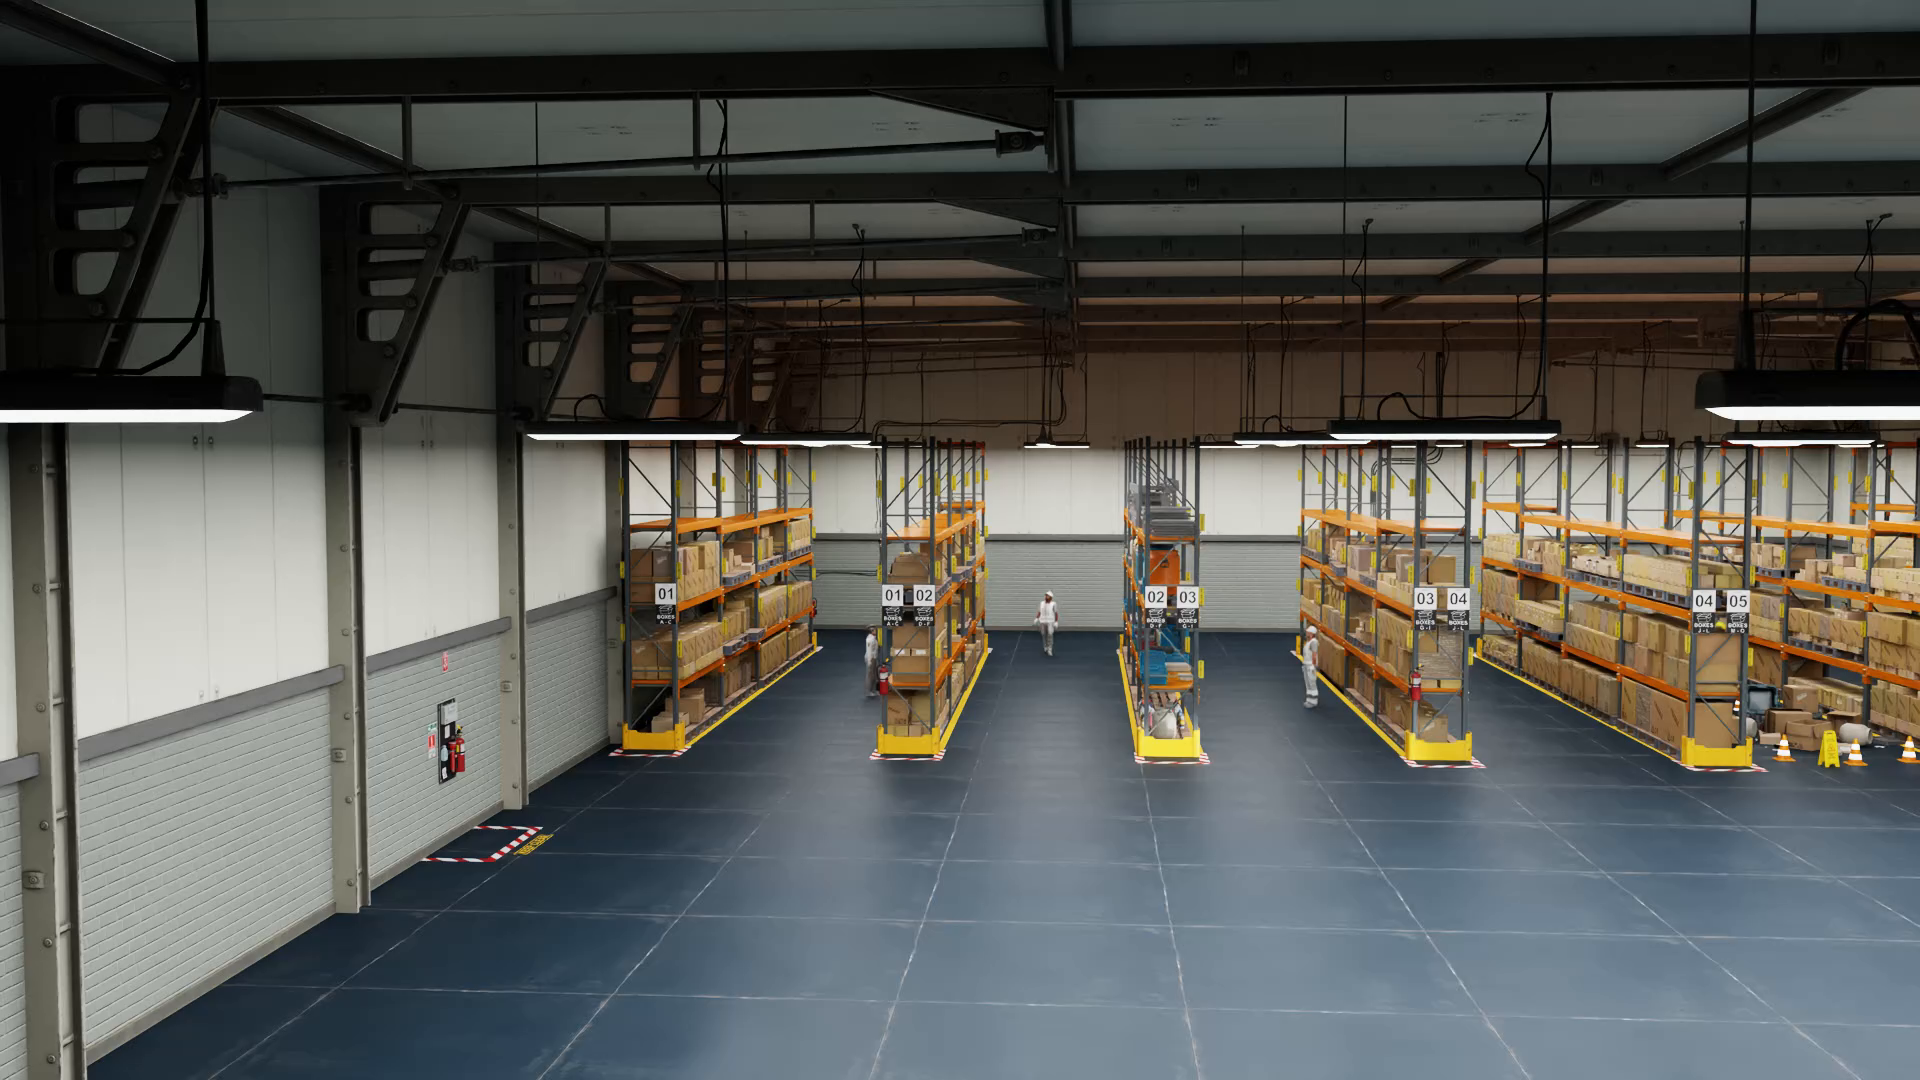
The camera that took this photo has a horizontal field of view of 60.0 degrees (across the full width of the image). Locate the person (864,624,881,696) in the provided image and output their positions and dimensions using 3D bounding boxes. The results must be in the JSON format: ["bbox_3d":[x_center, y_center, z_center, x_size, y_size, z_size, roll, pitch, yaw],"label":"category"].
[{"bbox_3d":[-2.041,2.826,38.896,0.384,1.725,0.544,1,3,10],"label":"person"}]

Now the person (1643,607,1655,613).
[{"bbox_3d":[20.146,2.304,48.518,0.908,1.622,0.455,-1,3,-13],"label":"person"}]

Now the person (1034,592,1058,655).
[{"bbox_3d":[2.418,2.325,46.813,0.644,1.712,0.975,1,3,10],"label":"person"}]

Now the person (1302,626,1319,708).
[{"bbox_3d":[7.841,2.830,37.303,0.414,1.793,0.576,-1,3,-11],"label":"person"}]

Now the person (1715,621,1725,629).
[{"bbox_3d":[17.535,2.783,38.463,0.636,1.807,0.608,-1,3,-11],"label":"person"}]
